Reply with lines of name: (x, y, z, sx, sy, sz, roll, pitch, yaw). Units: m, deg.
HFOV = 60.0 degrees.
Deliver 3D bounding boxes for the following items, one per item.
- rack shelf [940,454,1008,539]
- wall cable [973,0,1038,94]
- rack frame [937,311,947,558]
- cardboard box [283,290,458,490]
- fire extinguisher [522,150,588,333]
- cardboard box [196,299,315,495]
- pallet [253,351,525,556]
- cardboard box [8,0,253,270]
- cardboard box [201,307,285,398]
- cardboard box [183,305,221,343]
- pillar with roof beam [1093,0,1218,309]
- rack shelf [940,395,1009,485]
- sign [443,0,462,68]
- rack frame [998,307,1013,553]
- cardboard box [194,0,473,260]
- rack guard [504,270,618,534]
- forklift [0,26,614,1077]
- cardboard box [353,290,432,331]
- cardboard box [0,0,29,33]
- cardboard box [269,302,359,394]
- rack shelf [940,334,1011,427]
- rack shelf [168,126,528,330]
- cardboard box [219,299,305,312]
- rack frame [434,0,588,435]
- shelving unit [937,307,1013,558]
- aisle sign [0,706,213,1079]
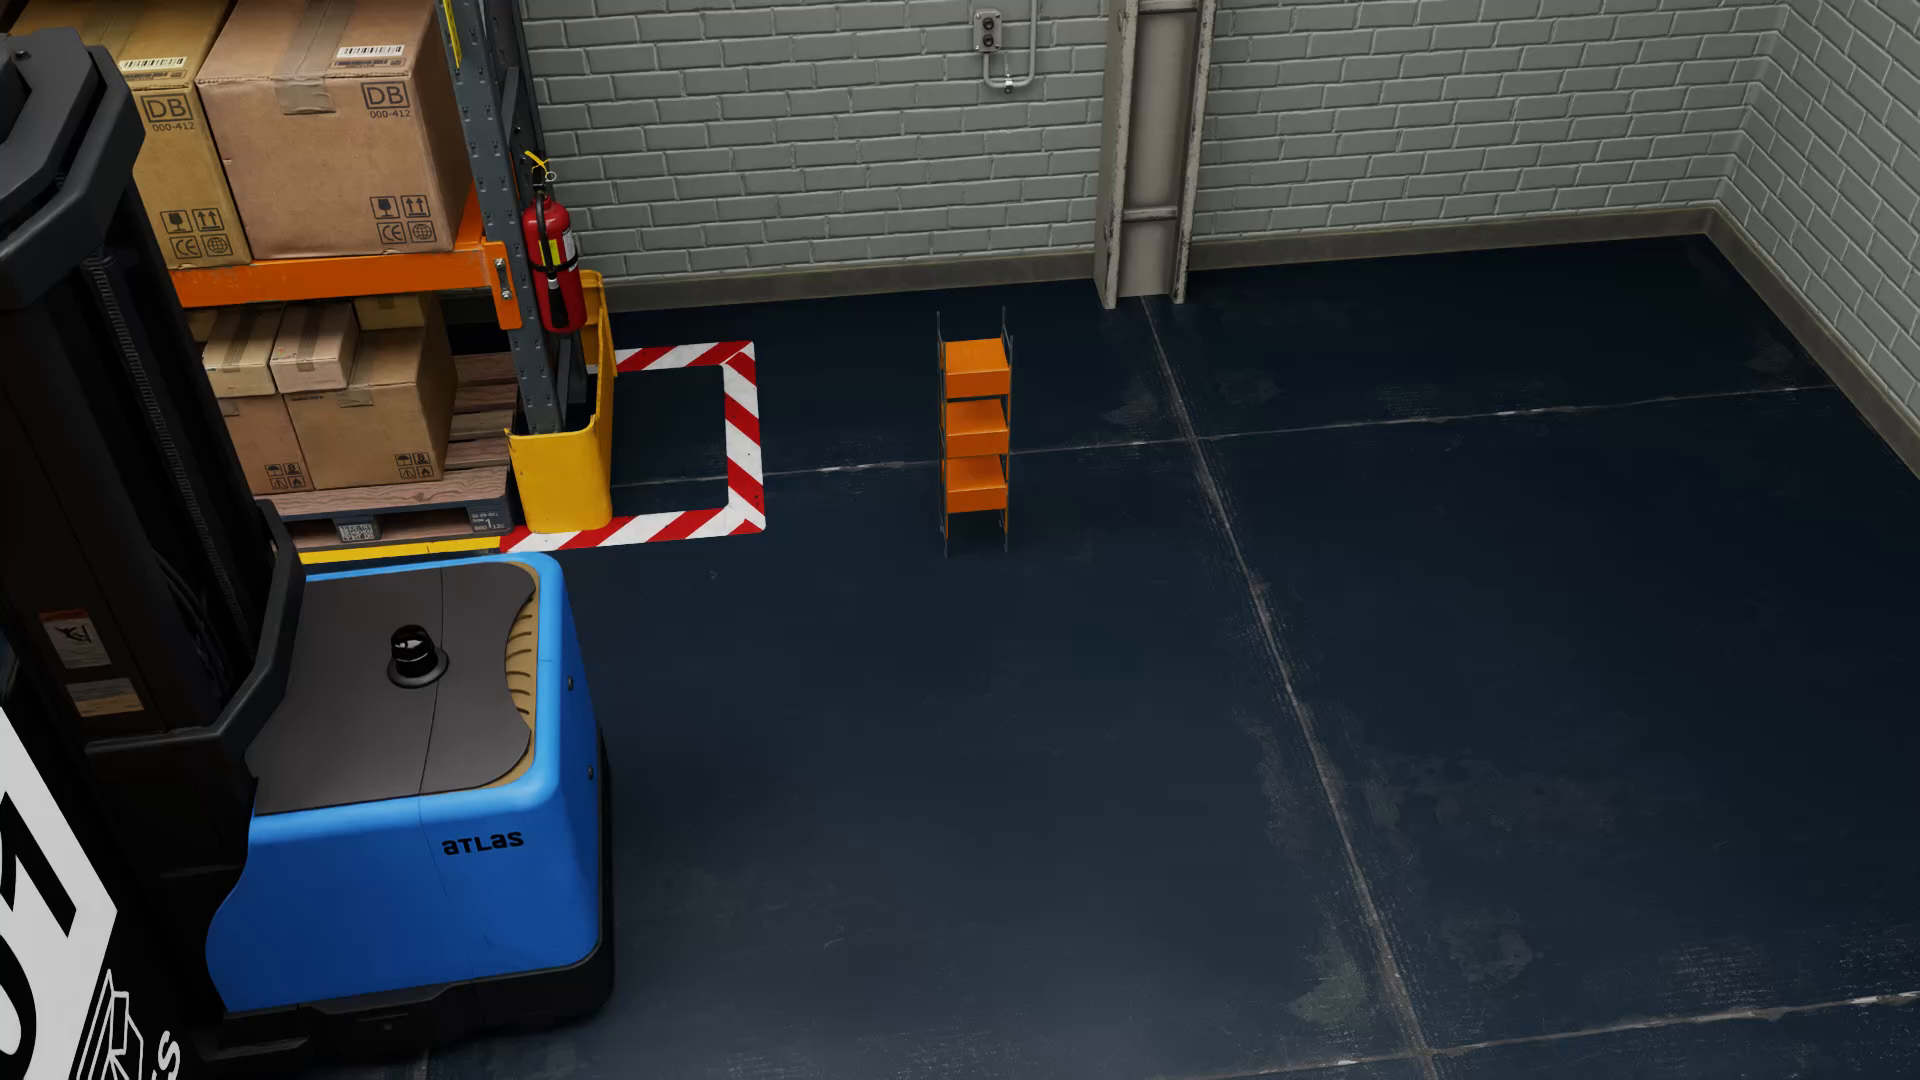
rack shelf: (0.053, -0.180, 6.597, 0.240, 0.259, 0.215, -5, 42, -6)
wall cable: (-0.549, -2.650, 6.690, 1.851, 1.984, 0.084, -5, 42, -6)
rack frame: (-0.068, -0.384, 6.392, 0.008, 1.050, 0.200, -5, 42, -6)
cardboard box: (-2.377, -0.634, 6.766, 0.500, 0.500, 0.700, -5, 42, -6)
fire extinguisher: (-1.487, -1.073, 6.036, 0.183, 0.674, 0.296, -5, 42, -6)
cardboard box: (-2.873, -0.590, 6.718, 0.500, 0.500, 0.700, -5, 42, -6)
pallet: (-2.479, -0.376, 7.010, 1.213, 0.211, 1.003, -5, 42, -6)
cardboard box: (-2.920, -1.523, 5.975, 0.700, 0.700, 0.980, -5, 42, -6)
cardboard box: (-2.734, -0.720, 6.377, 0.250, 0.149, 0.380, -4, 42, -4)
cardboard box: (-3.030, -0.953, 6.635, 0.250, 0.149, 0.380, -5, 42, -5)
pillar with roof beam: (1.427, -1.711, 1.928, 0.400, 9.000, 9.100, -5, 42, -6)
rack shelf: (0.053, -0.387, 6.411, 0.240, 0.259, 0.215, -5, 42, -6)
sign: (-1.639, -1.690, 5.342, 0.005, 0.325, 0.100, -5, 42, -6)
rack frame: (0.174, -0.405, 6.415, 0.008, 1.050, 0.200, -5, 42, -6)
cardboard box: (-2.200, -1.594, 6.054, 0.700, 0.700, 0.980, -3, 42, -4)
rack guard: (-1.672, -0.607, 7.050, 0.348, 0.500, 1.175, -5, 42, -6)
forklift: (-2.633, 0.215, 4.324, 3.031, 2.935, 1.130, -6, 42, -7)
cardboard box: (-2.279, -1.018, 6.708, 0.250, 0.149, 0.380, -5, 42, -5)
cardboard box: (-3.678, -1.463, 5.909, 0.700, 0.700, 0.980, -7, 43, -8)
cardboard box: (-2.481, -0.743, 6.402, 0.250, 0.149, 0.380, -5, 42, -6)
rack shelf: (0.053, -0.597, 6.221, 0.240, 0.259, 0.215, -5, 42, -6)
rack shelf: (-3.679, -1.093, 6.259, 4.000, 0.370, 1.077, -5, 42, -6)
cardboard box: (-2.781, -0.974, 6.659, 0.250, 0.149, 0.380, -5, 42, -5)
rack frame: (-1.696, -1.533, 6.210, 0.127, 3.000, 1.000, -5, 42, -6)
shelving unit: (0.053, -0.394, 6.404, 0.252, 1.050, 0.215, -5, 42, -6)
aisle sign: (-1.021, 0.590, 1.916, 0.004, 0.787, 0.394, -5, 42, -6)
